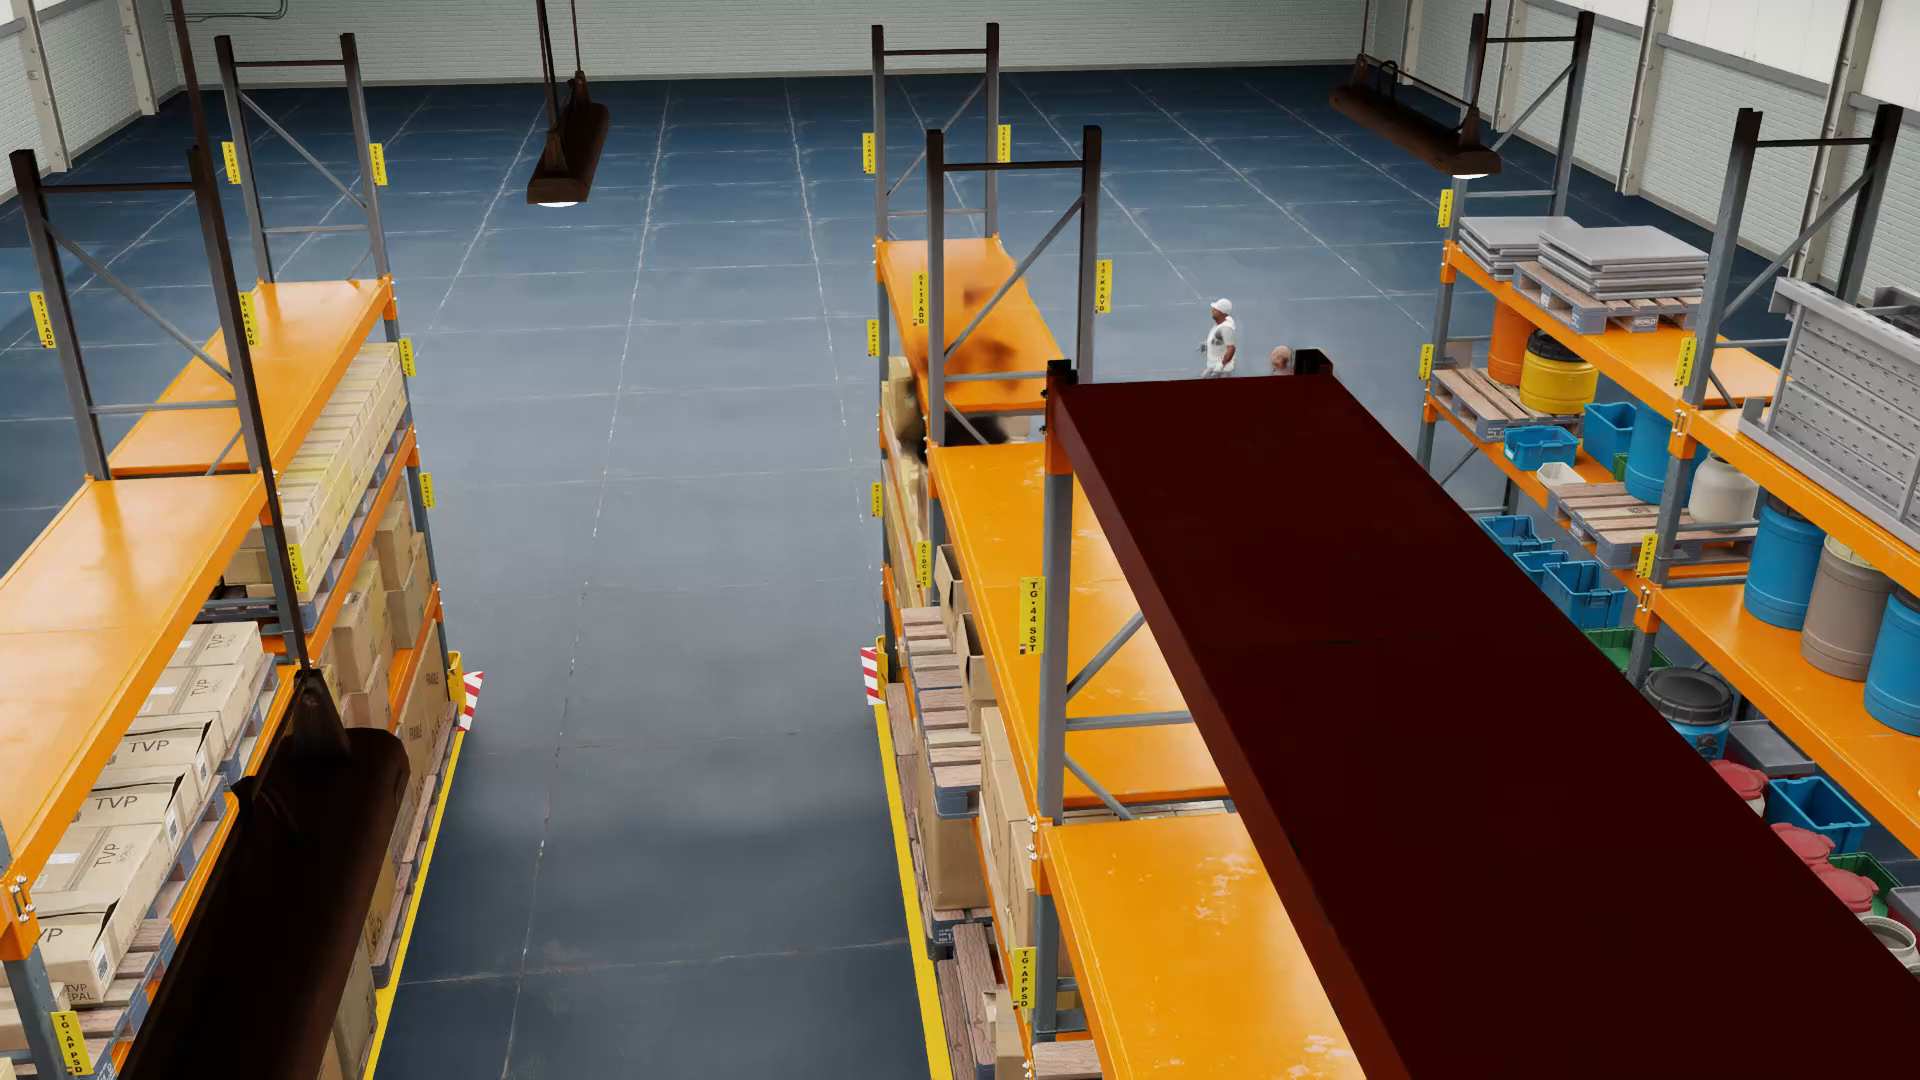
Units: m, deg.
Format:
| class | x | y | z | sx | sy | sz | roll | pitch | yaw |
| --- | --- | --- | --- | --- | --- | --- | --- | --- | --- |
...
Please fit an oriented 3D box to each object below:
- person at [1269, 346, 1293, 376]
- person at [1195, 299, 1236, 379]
| class | x | y | z | sx | sy | sz | roll | pitch | yaw |
| --- | --- | --- | --- | --- | --- | --- | --- | --- | --- |
| person | 3.666 | -1.438 | 19.498 | 0.639 | 1.741 | 0.742 | 9 | 27 | 19 |
| person | 3.242 | -2.223 | 21.125 | 0.571 | 1.741 | 0.682 | 8 | 27 | 16 |
